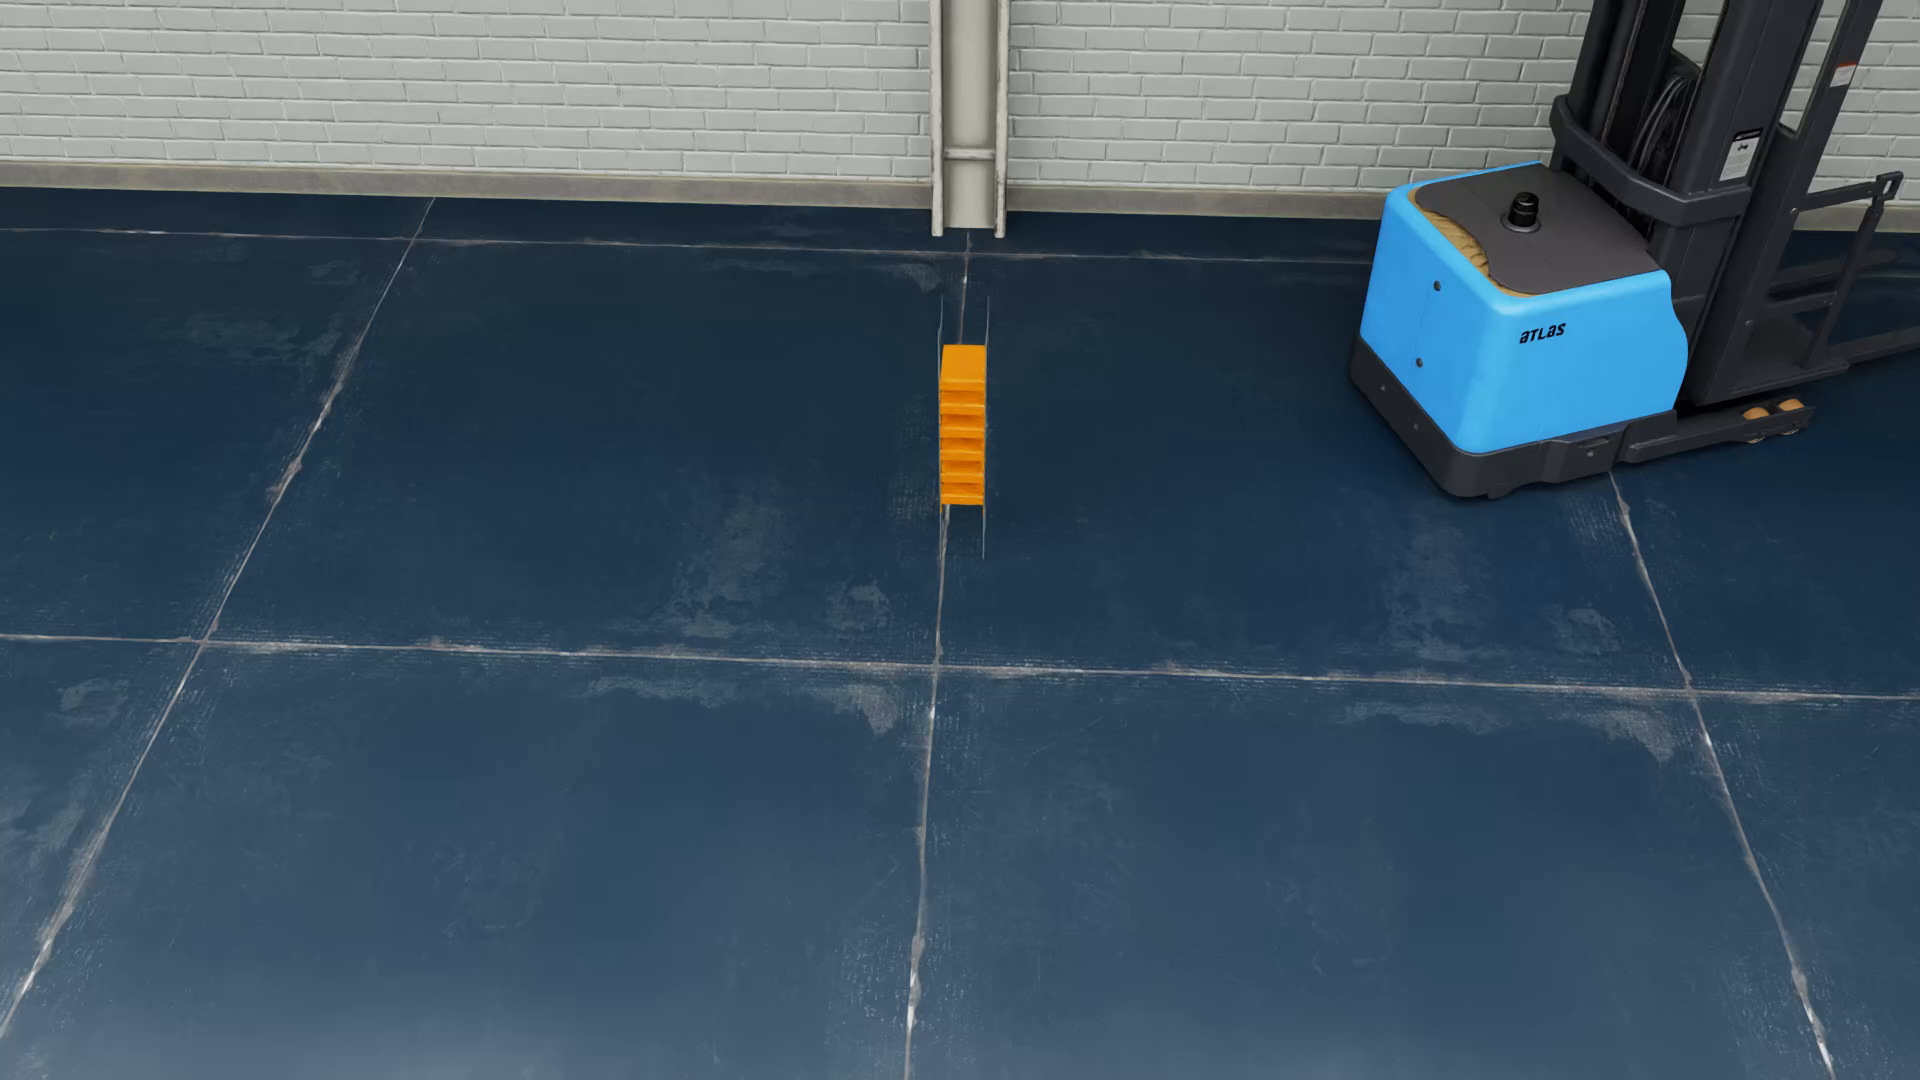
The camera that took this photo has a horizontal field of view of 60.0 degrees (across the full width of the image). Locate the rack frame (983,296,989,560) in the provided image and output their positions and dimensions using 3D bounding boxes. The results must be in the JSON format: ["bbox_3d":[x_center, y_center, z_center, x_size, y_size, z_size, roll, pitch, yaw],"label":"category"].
[{"bbox_3d":[0.106,-0.436,6.838,0.006,1.200,0.240,2,43,2],"label":"rack frame"}]

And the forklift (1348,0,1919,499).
[{"bbox_3d":[3.445,-1.853,7.089,3.031,2.935,1.130,-13,44,-13],"label":"forklift"}]

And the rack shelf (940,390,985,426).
[{"bbox_3d":[0.014,-0.582,6.707,0.180,0.103,0.258,2,43,2],"label":"rack shelf"}]

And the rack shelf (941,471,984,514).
[{"bbox_3d":[0.014,-0.230,7.034,0.180,0.103,0.258,2,43,2],"label":"rack shelf"}]

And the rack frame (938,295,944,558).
[{"bbox_3d":[-0.077,-0.441,6.844,0.006,1.200,0.240,2,43,2],"label":"rack frame"}]

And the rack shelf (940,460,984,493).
[{"bbox_3d":[0.014,-0.318,6.953,0.180,0.103,0.258,2,43,2],"label":"rack shelf"}]

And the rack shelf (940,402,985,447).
[{"bbox_3d":[0.014,-0.494,6.789,0.180,0.103,0.258,2,43,2],"label":"rack shelf"}]

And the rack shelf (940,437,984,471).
[{"bbox_3d":[0.014,-0.406,6.871,0.180,0.103,0.258,2,43,2],"label":"rack shelf"}]

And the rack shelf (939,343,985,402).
[{"bbox_3d":[0.014,-0.669,6.625,0.180,0.103,0.258,2,43,2],"label":"rack shelf"}]

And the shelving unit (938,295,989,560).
[{"bbox_3d":[0.014,-0.439,6.841,0.189,1.200,0.258,2,43,2],"label":"shelving unit"}]

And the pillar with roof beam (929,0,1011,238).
[{"bbox_3d":[-0.141,-2.110,2.913,0.400,9.000,9.100,2,43,2],"label":"pillar with roof beam"}]
